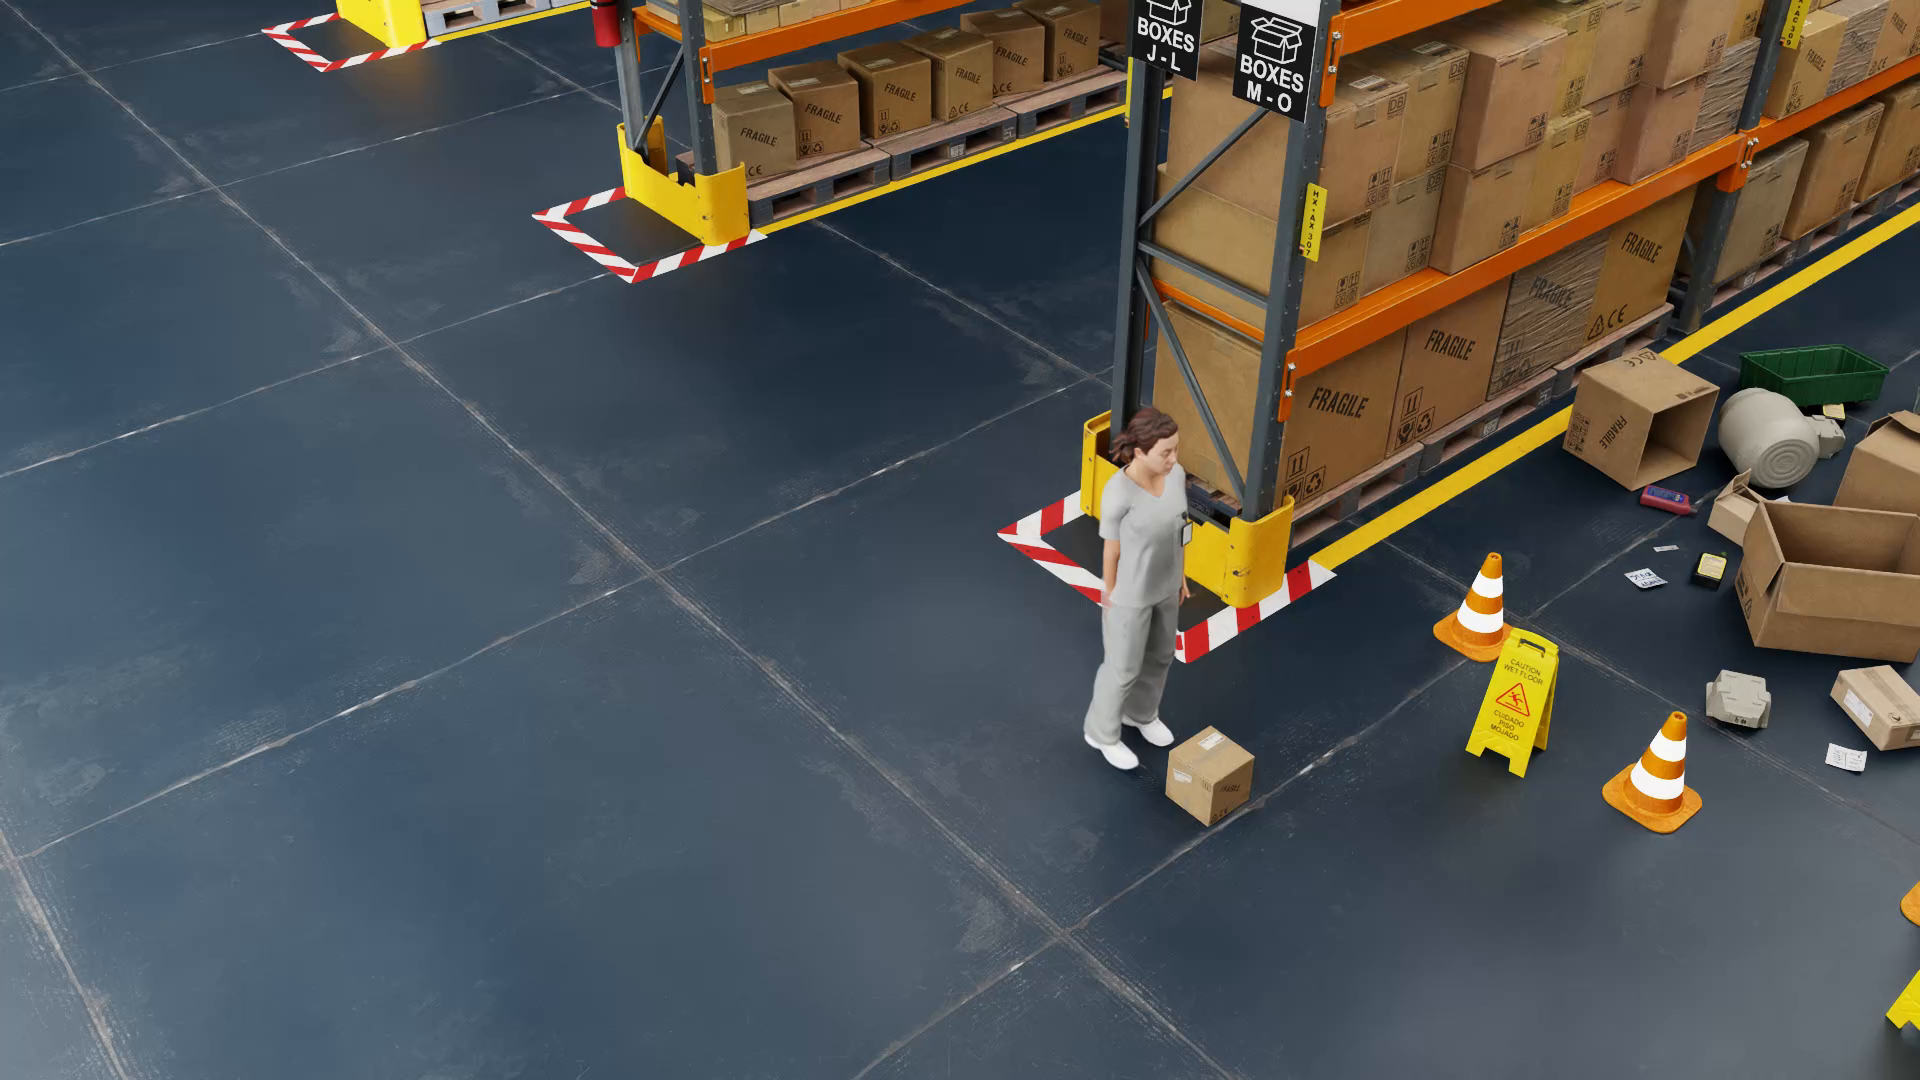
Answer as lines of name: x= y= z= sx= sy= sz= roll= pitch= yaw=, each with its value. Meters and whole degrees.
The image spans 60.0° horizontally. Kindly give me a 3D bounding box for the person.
person: x=0.741 y=0.187 z=6.825 sx=0.439 sy=1.671 sz=0.365 roll=-25 pitch=43 yaw=-31
